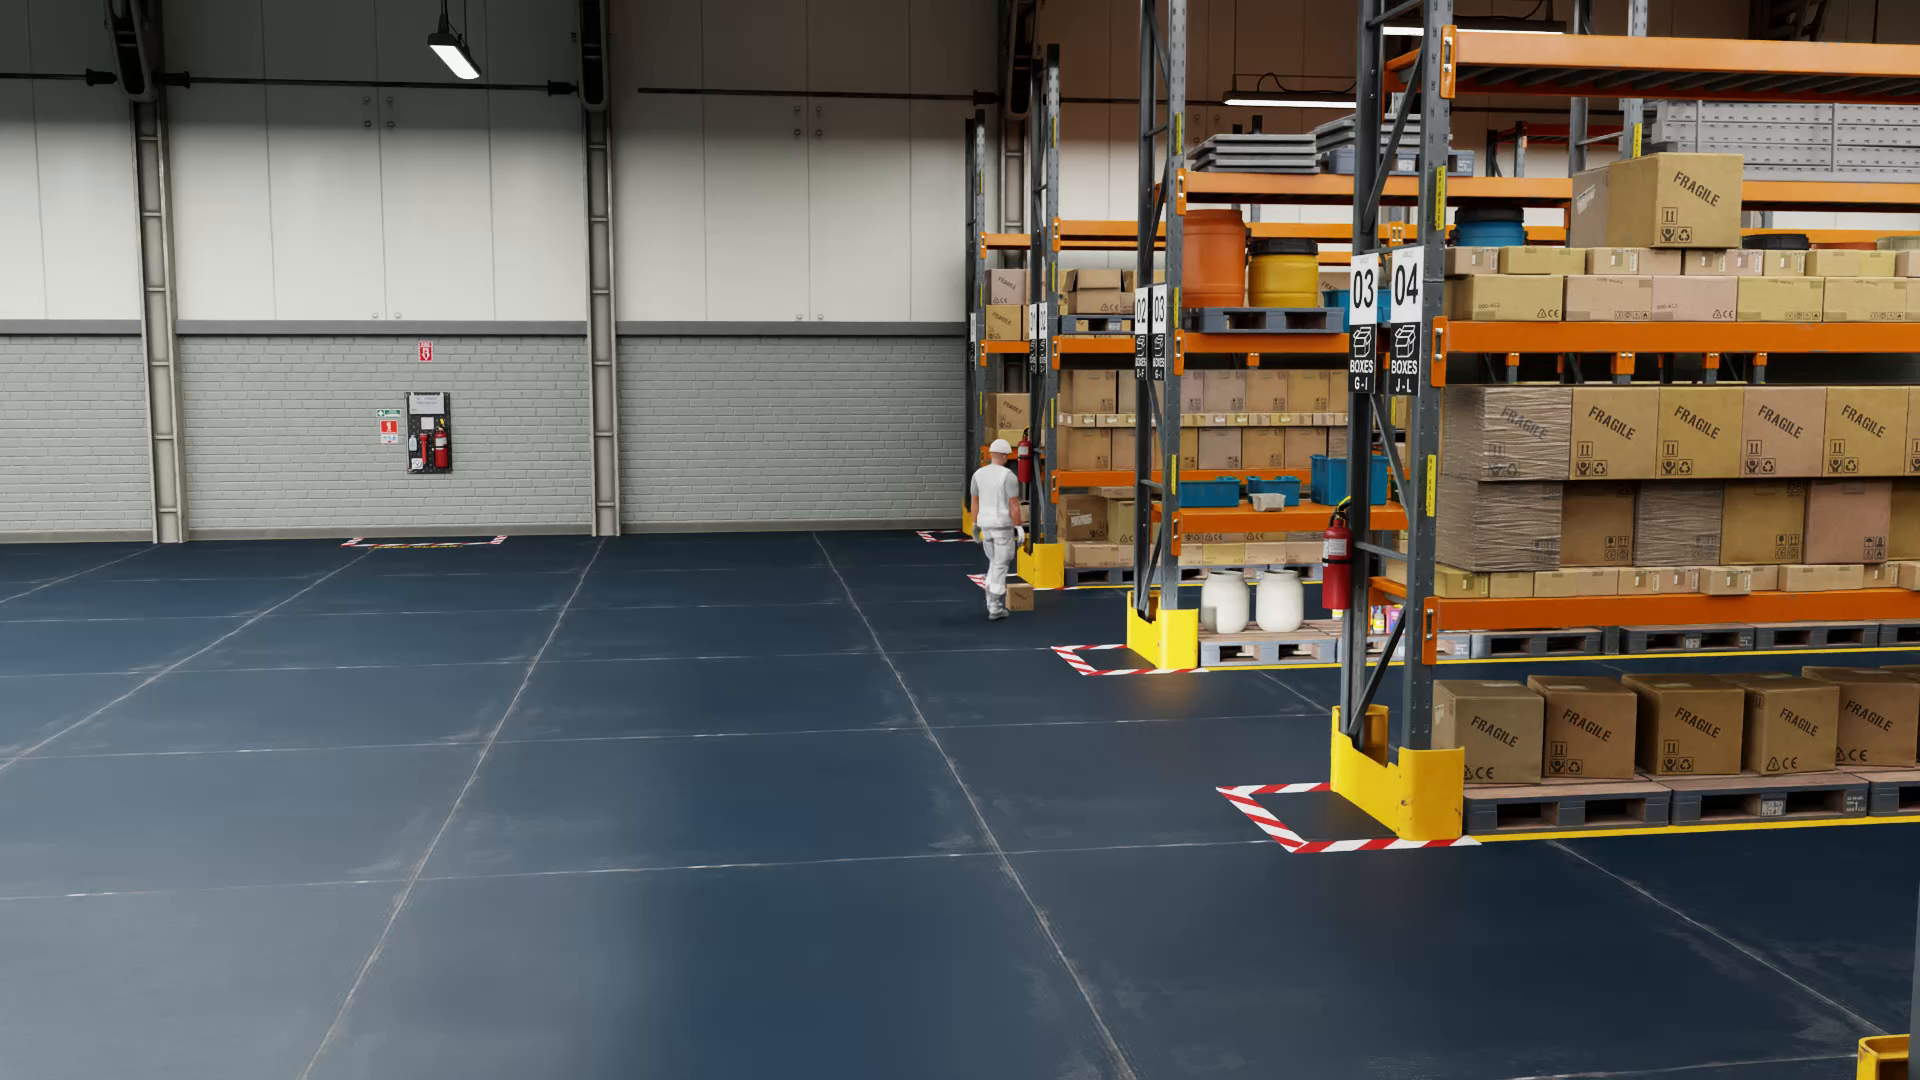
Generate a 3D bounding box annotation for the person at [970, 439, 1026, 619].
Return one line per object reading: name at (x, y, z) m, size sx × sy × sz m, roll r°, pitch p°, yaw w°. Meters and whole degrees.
person at (0.420, -0.092, 16.544) m, size 0.571 × 1.831 × 0.471 m, roll 5°, pitch 8°, yaw 37°
